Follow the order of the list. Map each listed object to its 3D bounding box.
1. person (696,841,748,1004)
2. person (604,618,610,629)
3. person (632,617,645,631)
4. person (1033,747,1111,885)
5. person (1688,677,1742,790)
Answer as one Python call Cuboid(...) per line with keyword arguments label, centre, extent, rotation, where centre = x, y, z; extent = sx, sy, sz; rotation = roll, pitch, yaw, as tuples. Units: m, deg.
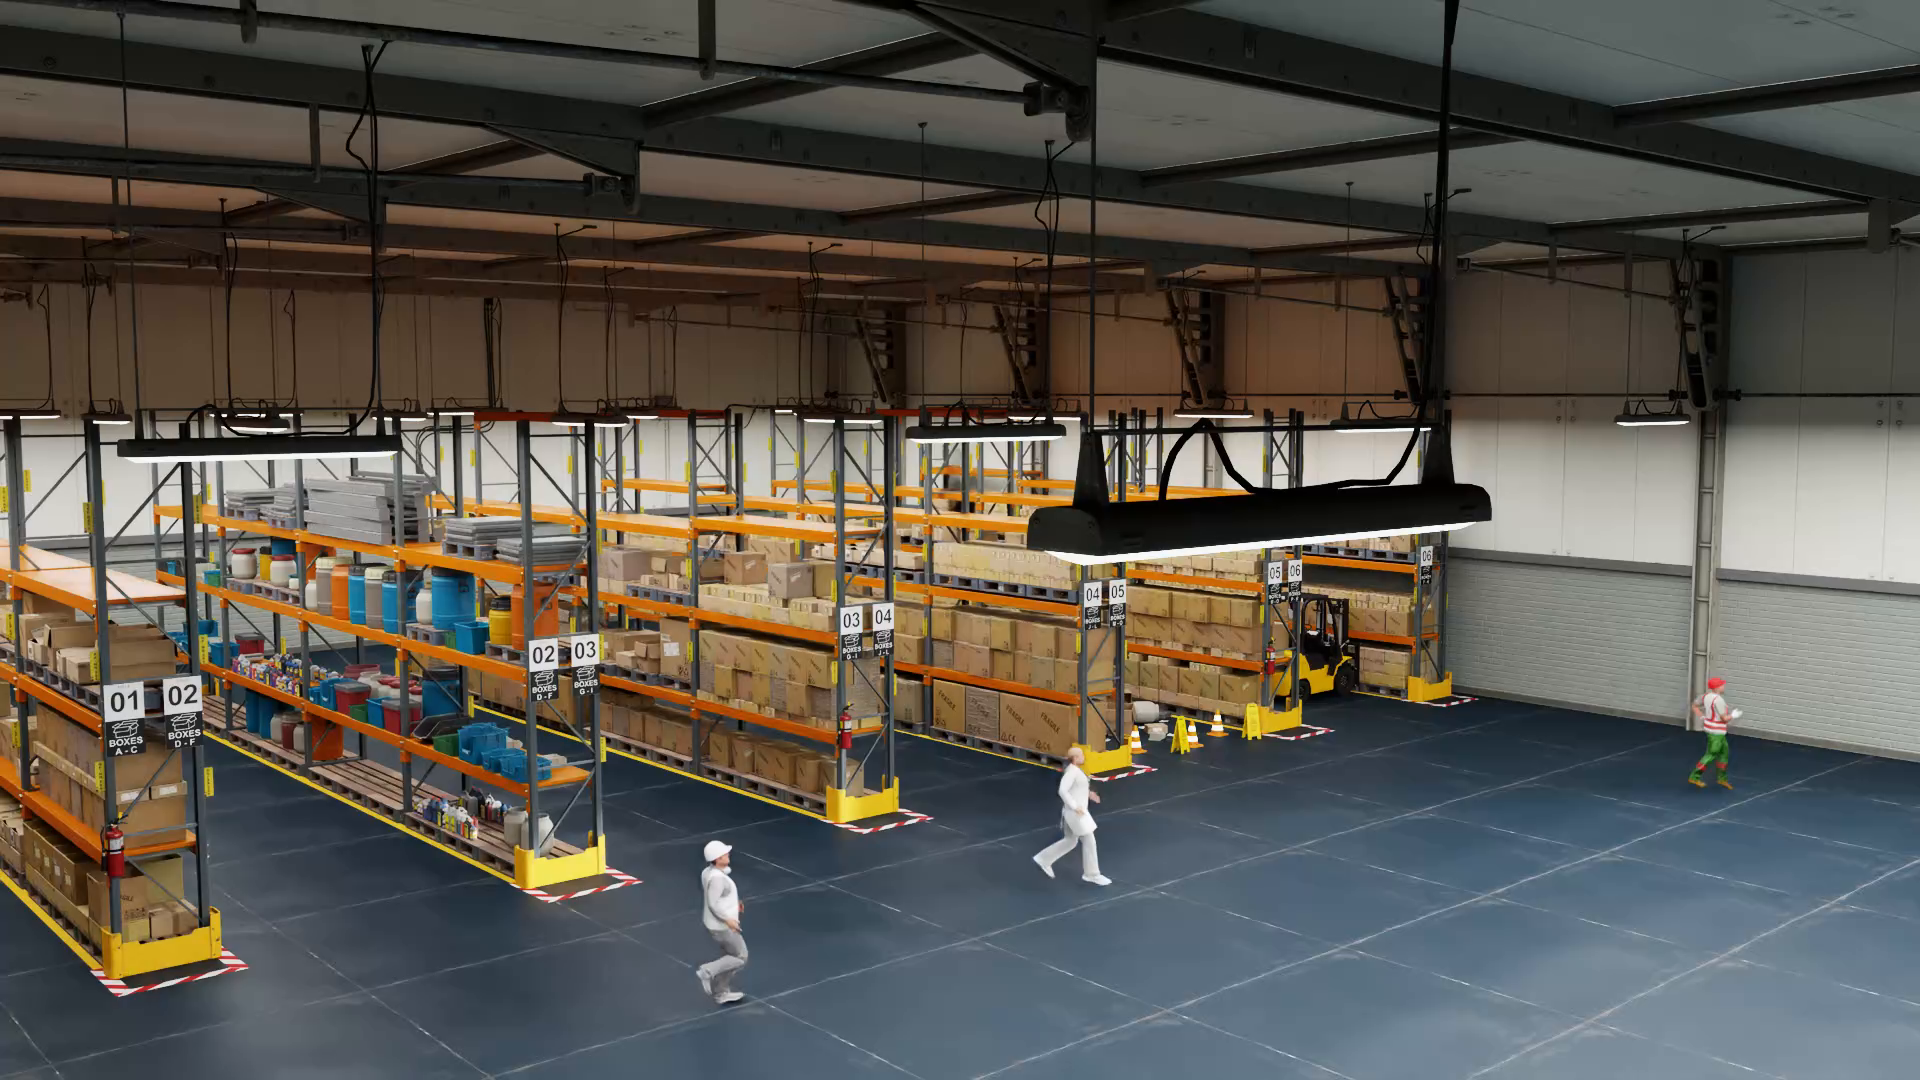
Cuboid(label="person", centre=(-2.483, 3.965, 17.259), extent=(0.569, 1.722, 0.672), rotation=(-2, 5, -20))
Cuboid(label="person", centre=(-7.473, 2.419, 34.707), extent=(0.969, 1.753, 0.660), rotation=(5, 7, 43))
Cuboid(label="person", centre=(-8.003, 1.896, 41.460), extent=(0.666, 1.639, 0.514), rotation=(-5, 7, -44))
Cuboid(label="person", centre=(1.452, 3.661, 21.479), extent=(1.008, 1.587, 0.720), rotation=(0, 5, -4))
Cuboid(label="person", centre=(12.026, 3.101, 26.516), extent=(0.775, 1.840, 0.638), rotation=(1, 5, 6))
